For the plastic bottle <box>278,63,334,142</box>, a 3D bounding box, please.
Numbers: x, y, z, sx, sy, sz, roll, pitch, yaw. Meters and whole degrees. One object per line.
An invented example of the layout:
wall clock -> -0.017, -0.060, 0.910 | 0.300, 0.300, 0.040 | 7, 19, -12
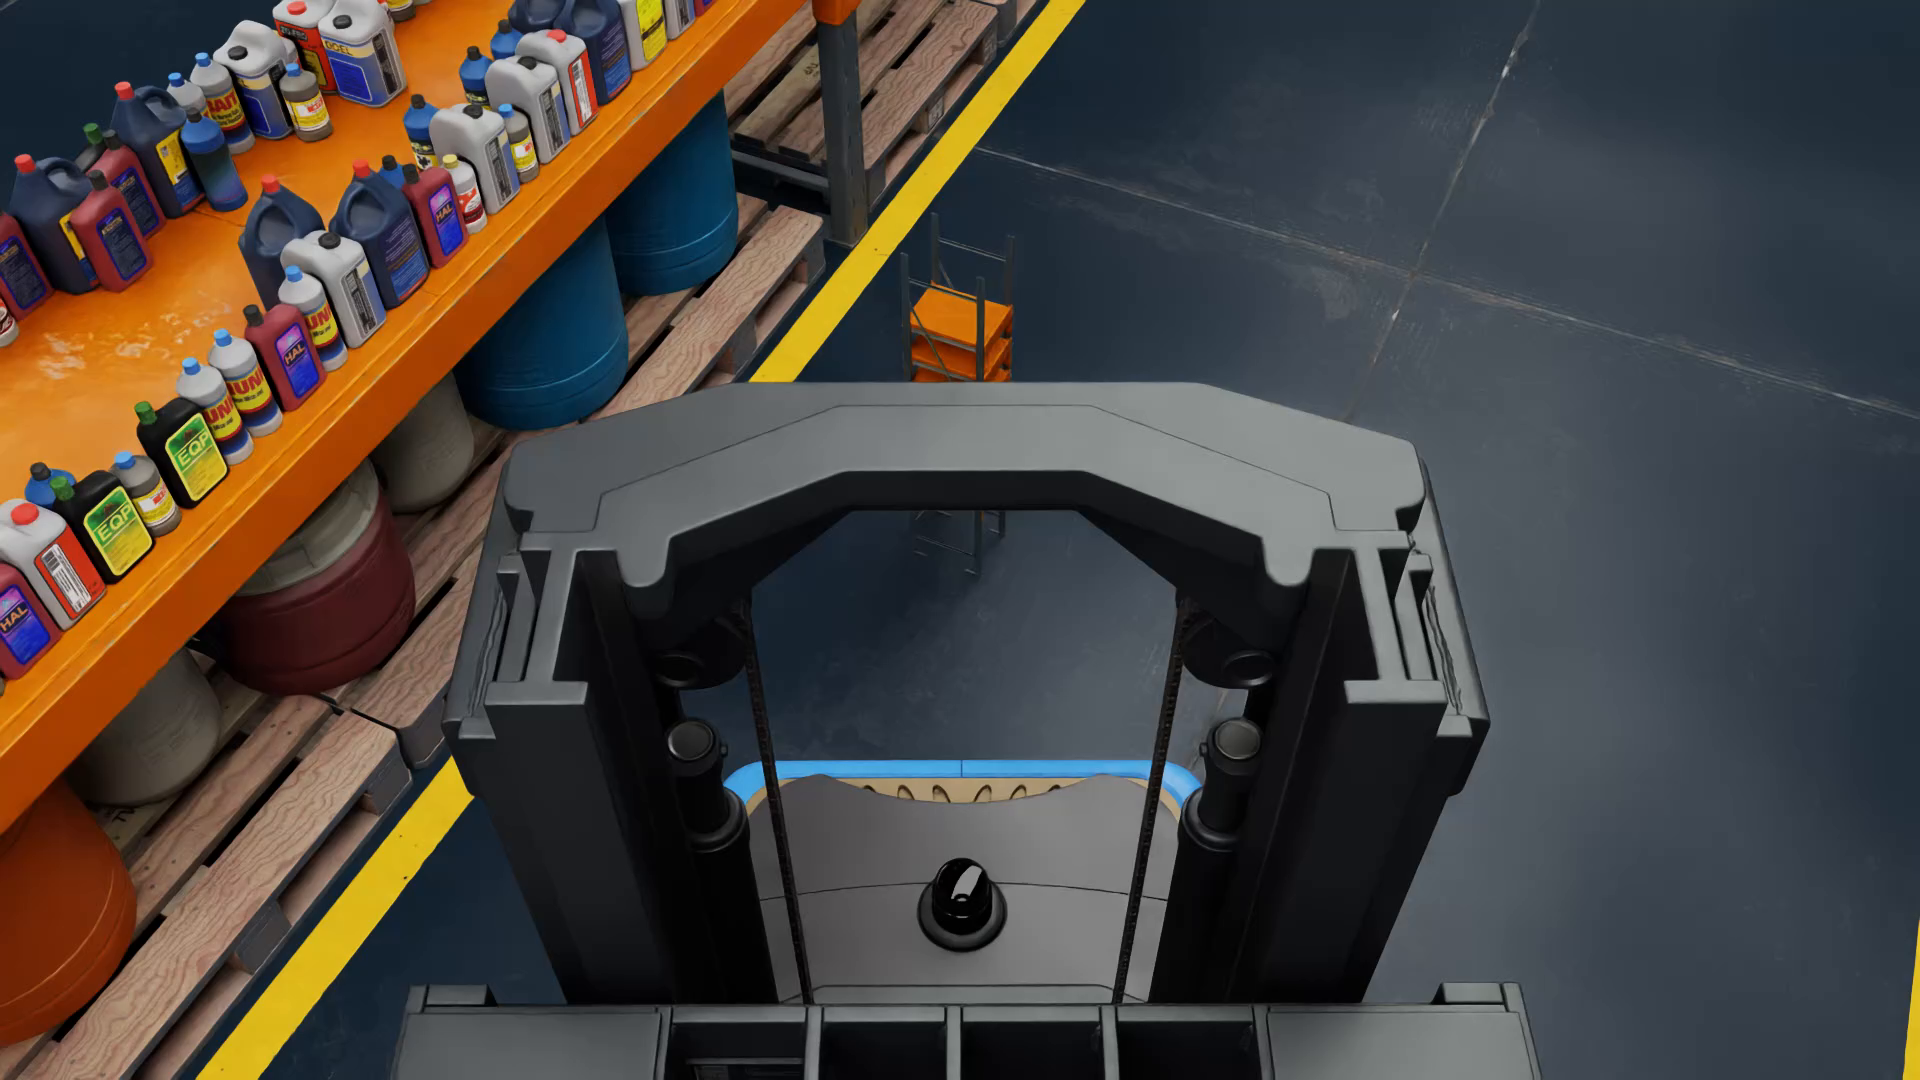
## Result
plastic bottle -> -1.737, -1.166, 4.403 | 0.097, 0.201, 0.097 | 0, 50, 0

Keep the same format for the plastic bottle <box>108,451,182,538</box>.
plastic bottle -> -1.724, -0.106, 3.501 | 0.097, 0.201, 0.097 | 0, 50, 0

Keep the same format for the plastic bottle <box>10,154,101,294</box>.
plastic bottle -> -2.149, -0.781, 3.977 | 0.144, 0.351, 0.185 | 20, 52, 16

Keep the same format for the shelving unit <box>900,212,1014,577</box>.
shelving unit -> -0.006, -0.379, 4.785 | 0.258, 1.200, 0.189 | 20, 52, 16

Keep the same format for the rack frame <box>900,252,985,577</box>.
rack frame -> -0.045, -0.316, 4.731 | 0.240, 1.200, 0.006 | 20, 52, 16

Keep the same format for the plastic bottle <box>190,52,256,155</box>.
plastic bottle -> -1.932, -1.146, 4.340 | 0.097, 0.271, 0.097 | 0, 50, 0

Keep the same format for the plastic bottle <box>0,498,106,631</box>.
plastic bottle -> -1.855, 0.033, 3.334 | 0.152, 0.276, 0.135 | 20, 52, 16

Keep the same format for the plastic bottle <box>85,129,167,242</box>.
plastic bottle -> -2.064, -0.862, 4.091 | 0.061, 0.283, 0.133 | 20, 52, 16

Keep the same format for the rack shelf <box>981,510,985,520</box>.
rack shelf -> -0.006, -0.195, 5.001 | 0.258, 0.103, 0.180 | 20, 52, 16

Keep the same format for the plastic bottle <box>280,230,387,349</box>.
plastic bottle -> -1.461, -0.604, 3.876 | 0.152, 0.276, 0.135 | 20, 52, 16

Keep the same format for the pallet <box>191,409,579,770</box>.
pallet -> -1.709, 0.014, 5.099 | 1.003, 0.211, 1.213 | 20, 52, 16

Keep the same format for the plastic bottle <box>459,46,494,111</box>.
plastic bottle -> -1.247, -1.169, 4.359 | 0.097, 0.271, 0.097 | 0, 50, 0

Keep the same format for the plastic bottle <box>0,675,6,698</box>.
plastic bottle -> -1.937, 0.237, 3.209 | 0.097, 0.201, 0.097 | 0, 50, 0

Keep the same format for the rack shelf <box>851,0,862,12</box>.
rack shelf -> 0.033, -3.395, 6.641 | 1.077, 0.370, 4.000 | 20, 52, 16

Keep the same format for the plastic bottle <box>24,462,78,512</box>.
plastic bottle -> -1.836, -0.057, 3.413 | 0.097, 0.271, 0.097 | 0, 50, 0

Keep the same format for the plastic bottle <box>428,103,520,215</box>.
plastic bottle -> -1.226, -0.983, 4.198 | 0.152, 0.276, 0.135 | 20, 52, 16

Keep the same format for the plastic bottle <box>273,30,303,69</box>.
plastic bottle -> -1.833, -1.283, 4.502 | 0.097, 0.201, 0.097 | 0, 50, 0

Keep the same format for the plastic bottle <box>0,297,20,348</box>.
plastic bottle -> -2.288, -0.551, 3.880 | 0.097, 0.201, 0.097 | 0, 50, 0

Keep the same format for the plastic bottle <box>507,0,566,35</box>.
plastic bottle -> -1.127, -1.415, 4.517 | 0.144, 0.351, 0.185 | 20, 52, 16

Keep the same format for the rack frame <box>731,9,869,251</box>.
rack frame -> -0.821, -2.251, 5.195 | 1.000, 3.000, 0.127 | 20, 52, 16

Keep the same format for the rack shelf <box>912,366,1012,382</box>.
rack shelf -> -0.006, -0.428, 4.727 | 0.258, 0.103, 0.180 | 20, 52, 16

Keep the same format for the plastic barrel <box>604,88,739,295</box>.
plastic barrel -> -1.069, -1.338, 5.521 | 0.600, 0.901, 0.708 | 20, 52, 16

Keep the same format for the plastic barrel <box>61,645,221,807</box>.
plastic barrel -> -2.176, 0.414, 4.286 | 0.421, 0.512, 0.421 | 0, 50, 0

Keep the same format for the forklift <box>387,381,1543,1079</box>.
forklift -> 0.006, 1.329, 2.194 | 1.130, 2.935, 3.031 | 0, 50, 0

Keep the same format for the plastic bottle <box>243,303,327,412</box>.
plastic bottle -> -1.518, -0.432, 3.725 | 0.061, 0.283, 0.133 | 20, 52, 16

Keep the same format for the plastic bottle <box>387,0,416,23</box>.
plastic bottle -> -1.636, -1.601, 4.774 | 0.097, 0.201, 0.097 | 0, 50, 0

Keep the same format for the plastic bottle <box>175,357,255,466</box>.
plastic bottle -> -1.626, -0.288, 3.610 | 0.097, 0.271, 0.097 | 0, 50, 0

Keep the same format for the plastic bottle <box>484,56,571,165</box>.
plastic bottle -> -1.126, -1.142, 4.334 | 0.152, 0.276, 0.135 | 20, 52, 16

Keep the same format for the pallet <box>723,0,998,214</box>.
pallet -> -0.542, -1.866, 6.699 | 1.003, 0.211, 1.213 | 20, 52, 16

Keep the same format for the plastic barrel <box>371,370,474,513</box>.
plastic barrel -> -1.694, -0.364, 4.948 | 0.421, 0.512, 0.421 | 0, 50, 0

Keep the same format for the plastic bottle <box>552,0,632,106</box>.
plastic bottle -> -0.997, -1.368, 4.477 | 0.144, 0.351, 0.185 | 20, 52, 16

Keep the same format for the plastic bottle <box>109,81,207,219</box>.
plastic bottle -> -2.013, -1.000, 4.164 | 0.144, 0.351, 0.185 | 20, 52, 16

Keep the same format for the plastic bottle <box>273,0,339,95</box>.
plastic bottle -> -1.759, -1.378, 4.534 | 0.152, 0.276, 0.135 | 20, 52, 16

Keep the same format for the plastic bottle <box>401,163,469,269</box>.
plastic bottle -> -1.283, -0.811, 4.047 | 0.061, 0.283, 0.133 | 20, 52, 16

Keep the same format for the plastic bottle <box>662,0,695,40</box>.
plastic bottle -> -0.854, -1.582, 4.708 | 0.152, 0.276, 0.135 | 20, 52, 16

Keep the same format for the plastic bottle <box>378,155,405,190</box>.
plastic bottle -> -1.362, -0.820, 4.063 | 0.097, 0.271, 0.097 | 0, 50, 0
